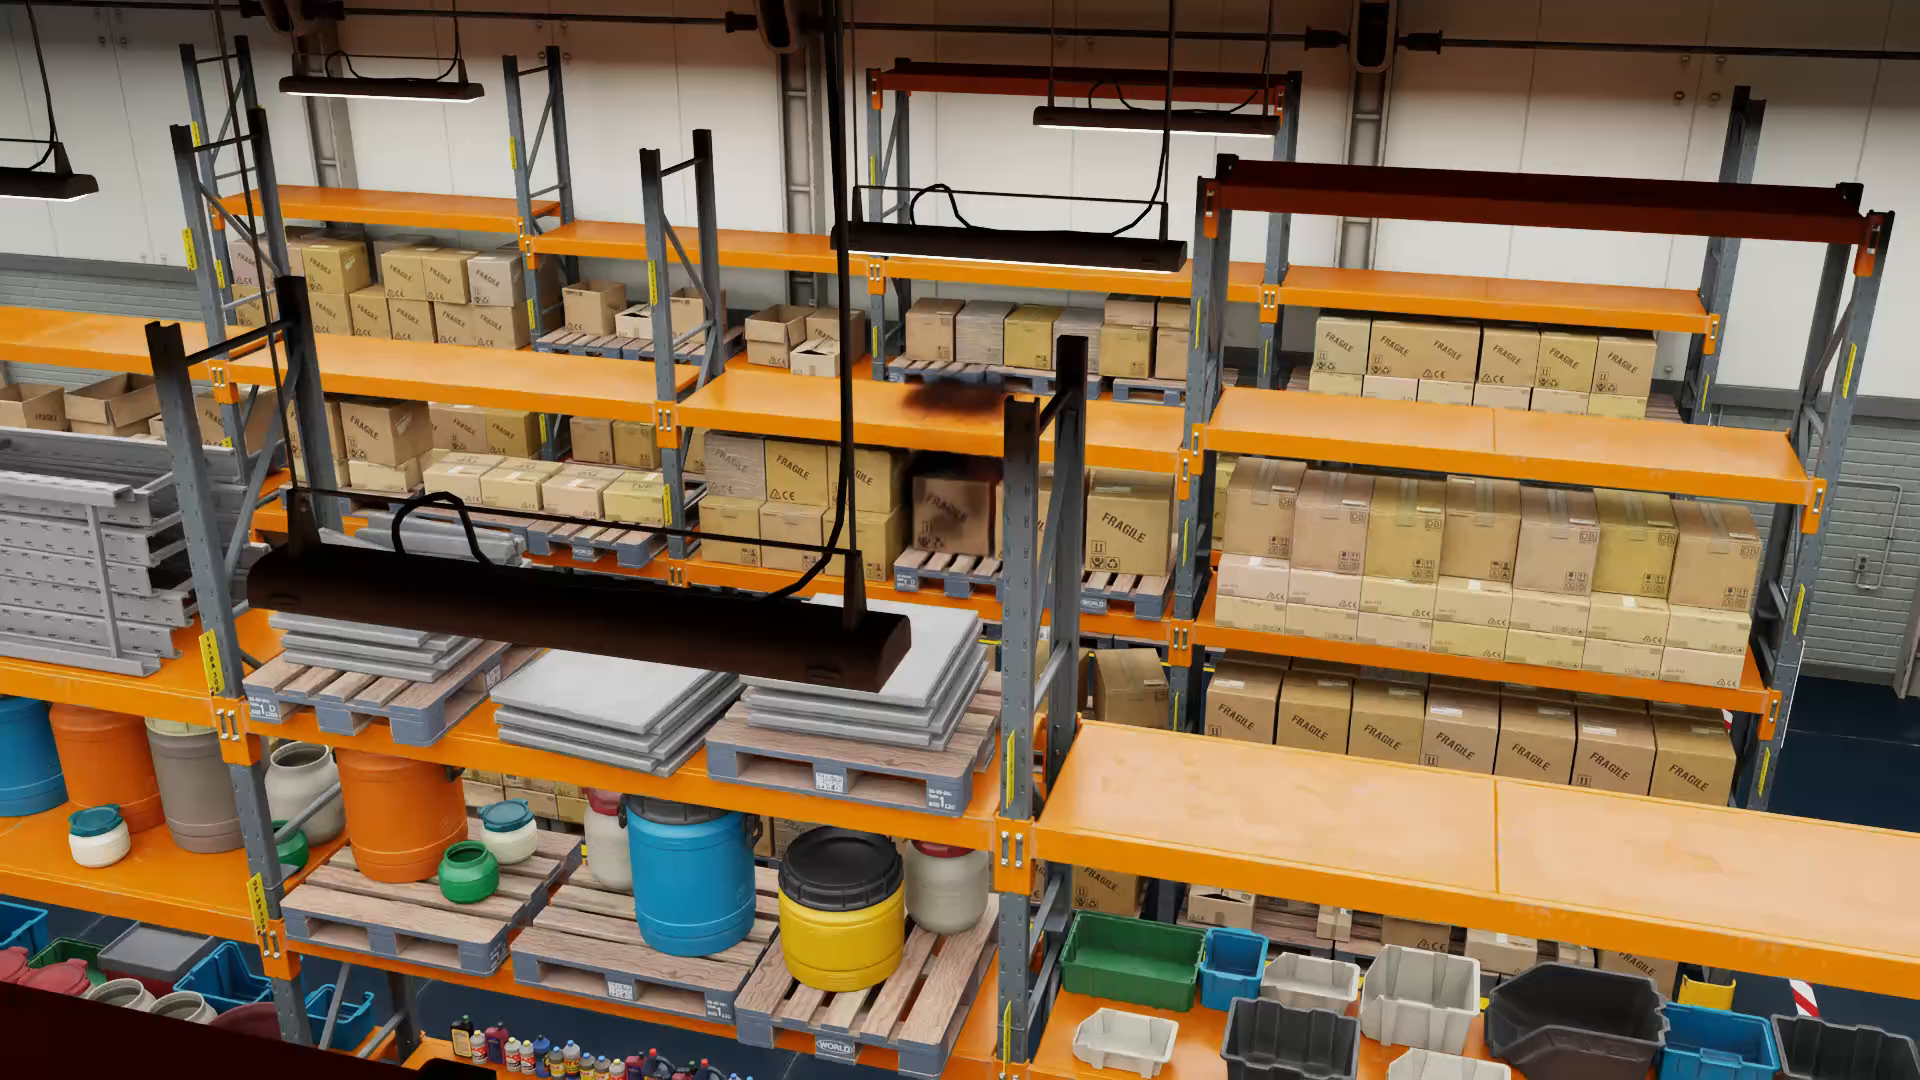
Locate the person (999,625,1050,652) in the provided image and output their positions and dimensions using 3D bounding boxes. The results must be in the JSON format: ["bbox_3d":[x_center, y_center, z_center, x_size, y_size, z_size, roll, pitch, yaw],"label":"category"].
[{"bbox_3d":[0.684,0.991,16.004,0.514,1.777,0.628,-14,27,-31],"label":"person"}]
